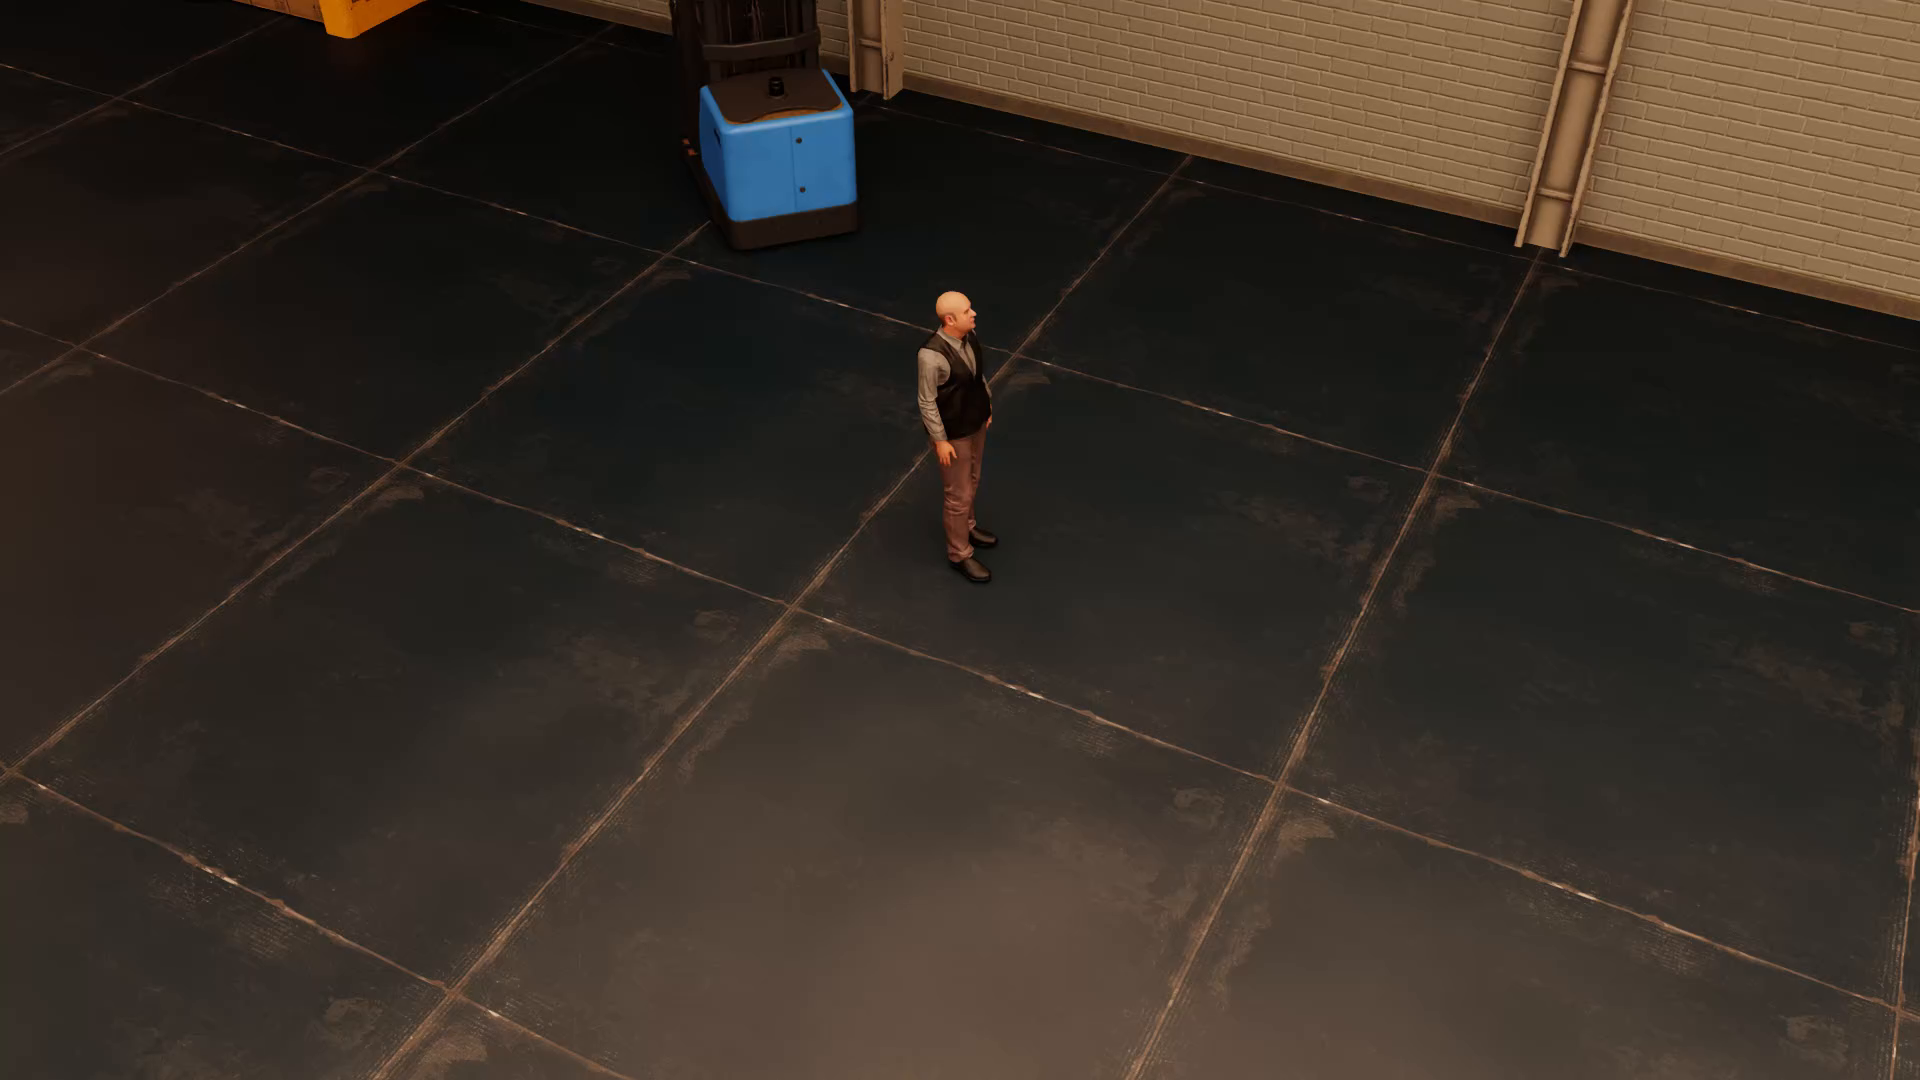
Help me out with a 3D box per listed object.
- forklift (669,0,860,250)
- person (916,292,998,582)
[{"bbox_3d":[-1.740,-4.311,13.106,1.130,2.935,3.031,-12,42,-14],"label":"forklift"},{"bbox_3d":[0.059,-0.639,9.673,0.551,1.722,0.633,18,43,21],"label":"person"}]
